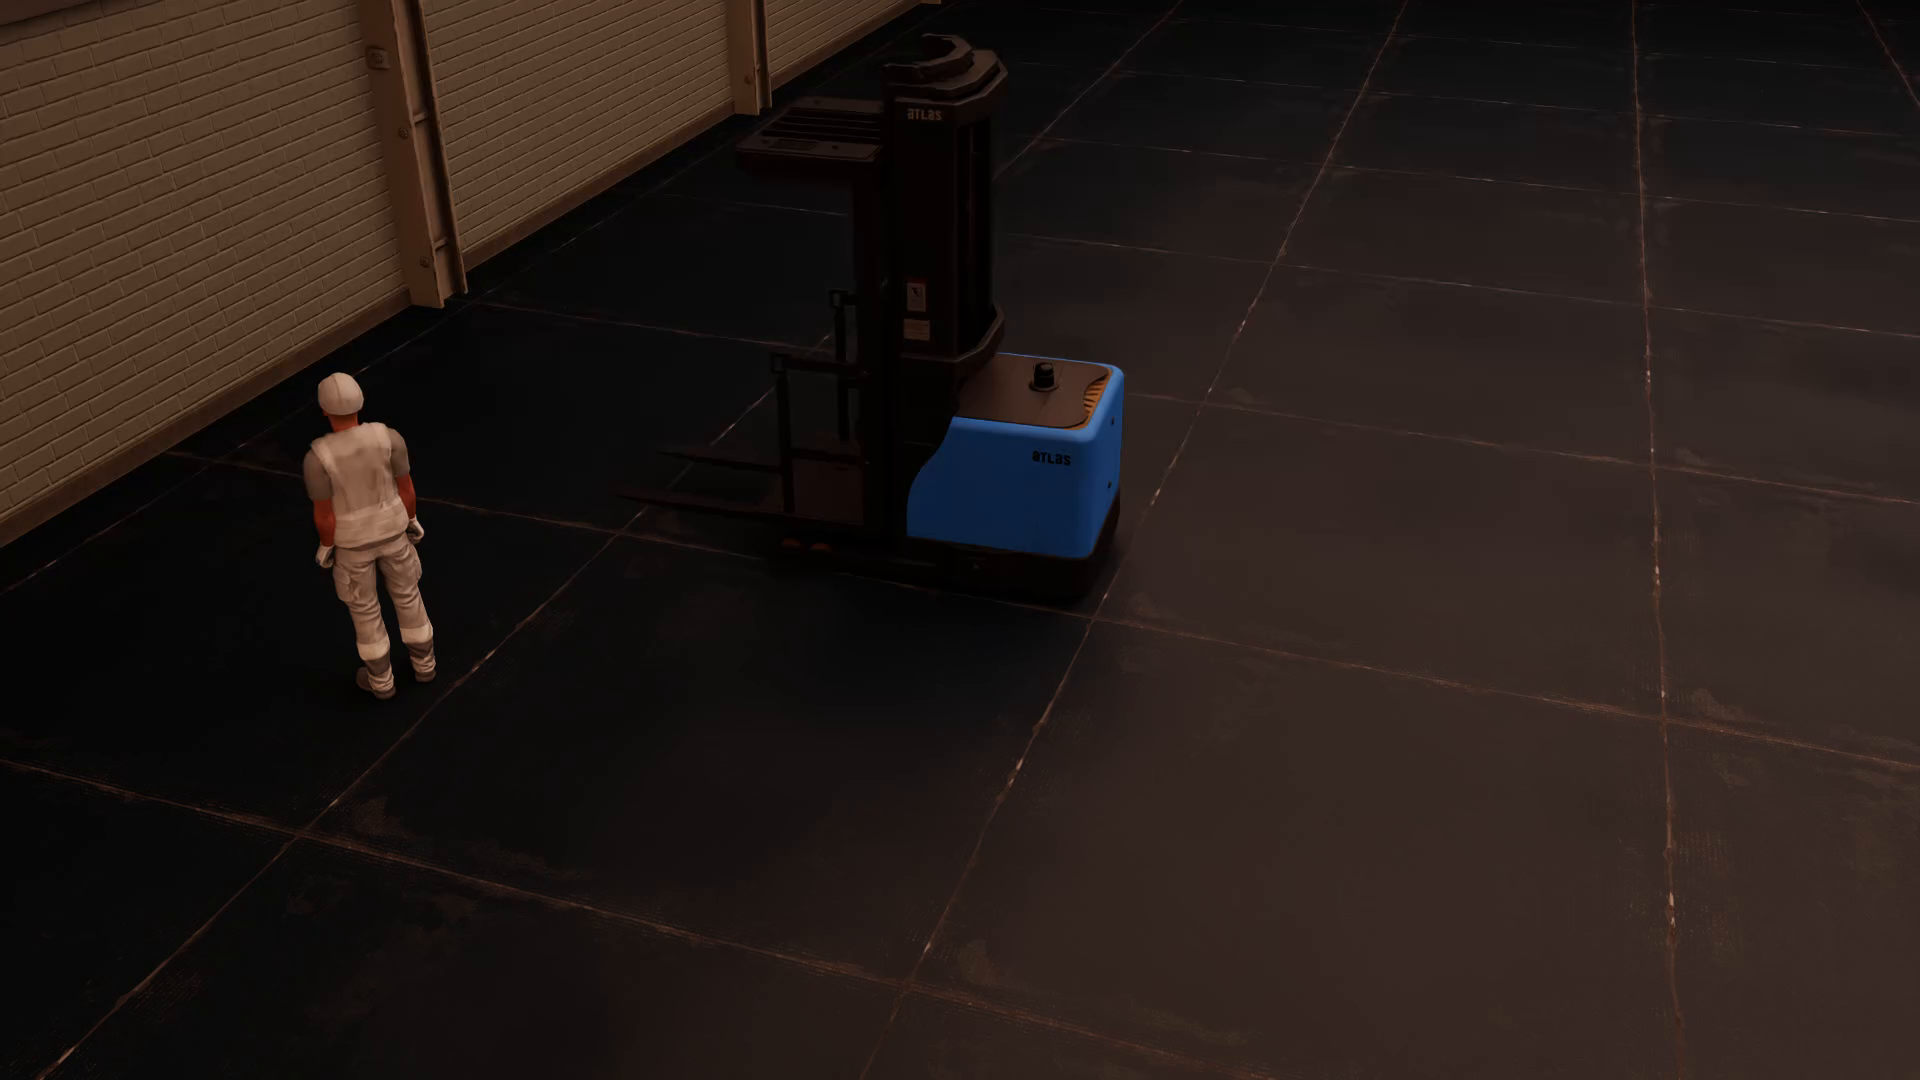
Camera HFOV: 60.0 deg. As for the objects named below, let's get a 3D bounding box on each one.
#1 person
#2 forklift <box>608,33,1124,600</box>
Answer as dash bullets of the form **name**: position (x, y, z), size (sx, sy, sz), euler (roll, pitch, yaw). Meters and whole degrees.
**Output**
- **person**: position (-2.970, -0.027, 8.337), size (0.535, 1.794, 0.375), euler (-20, 35, -31)
- **forklift**: position (-0.605, -1.330, 9.470), size (3.031, 2.935, 1.130), euler (8, 31, 13)
